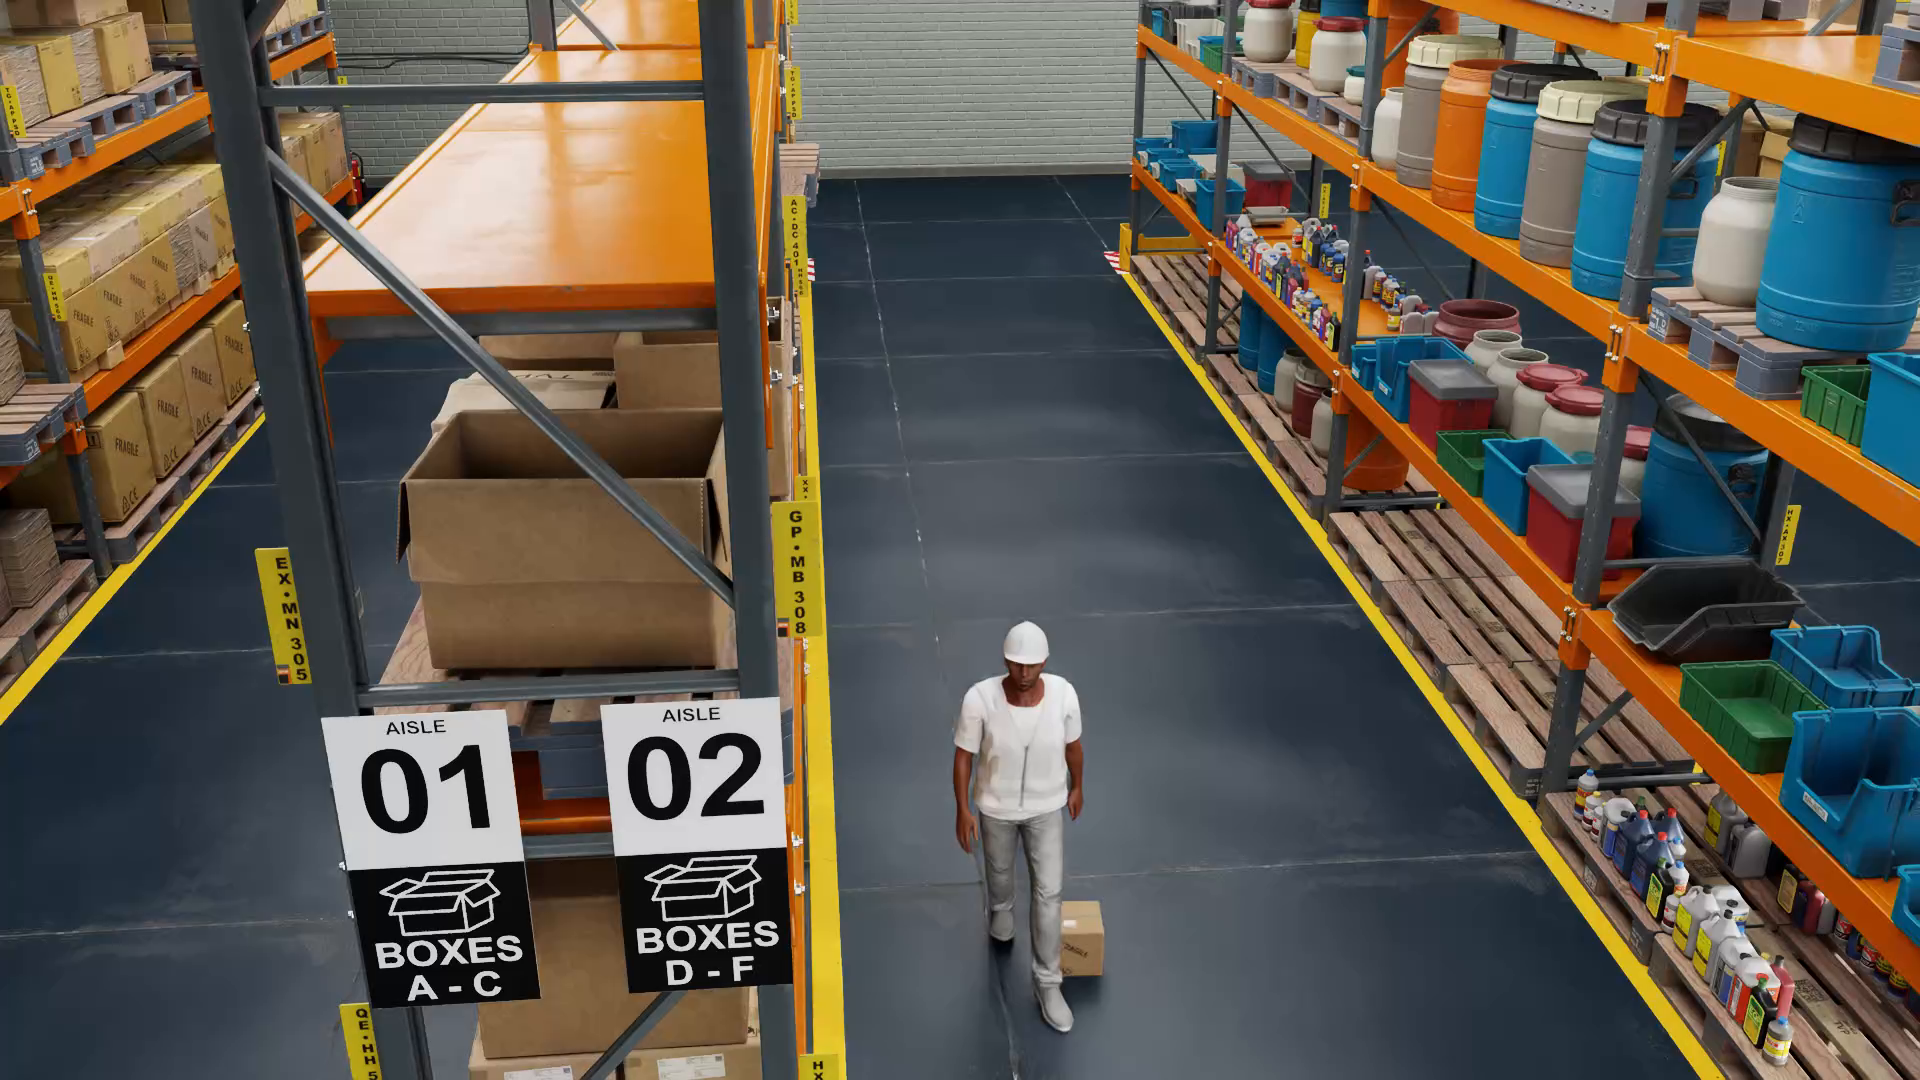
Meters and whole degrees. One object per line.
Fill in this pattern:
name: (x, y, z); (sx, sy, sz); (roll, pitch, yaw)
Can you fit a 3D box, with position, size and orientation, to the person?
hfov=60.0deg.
person: (0.273, 1.217, 7.478); (0.610, 1.734, 0.934); (0, 24, -1)
